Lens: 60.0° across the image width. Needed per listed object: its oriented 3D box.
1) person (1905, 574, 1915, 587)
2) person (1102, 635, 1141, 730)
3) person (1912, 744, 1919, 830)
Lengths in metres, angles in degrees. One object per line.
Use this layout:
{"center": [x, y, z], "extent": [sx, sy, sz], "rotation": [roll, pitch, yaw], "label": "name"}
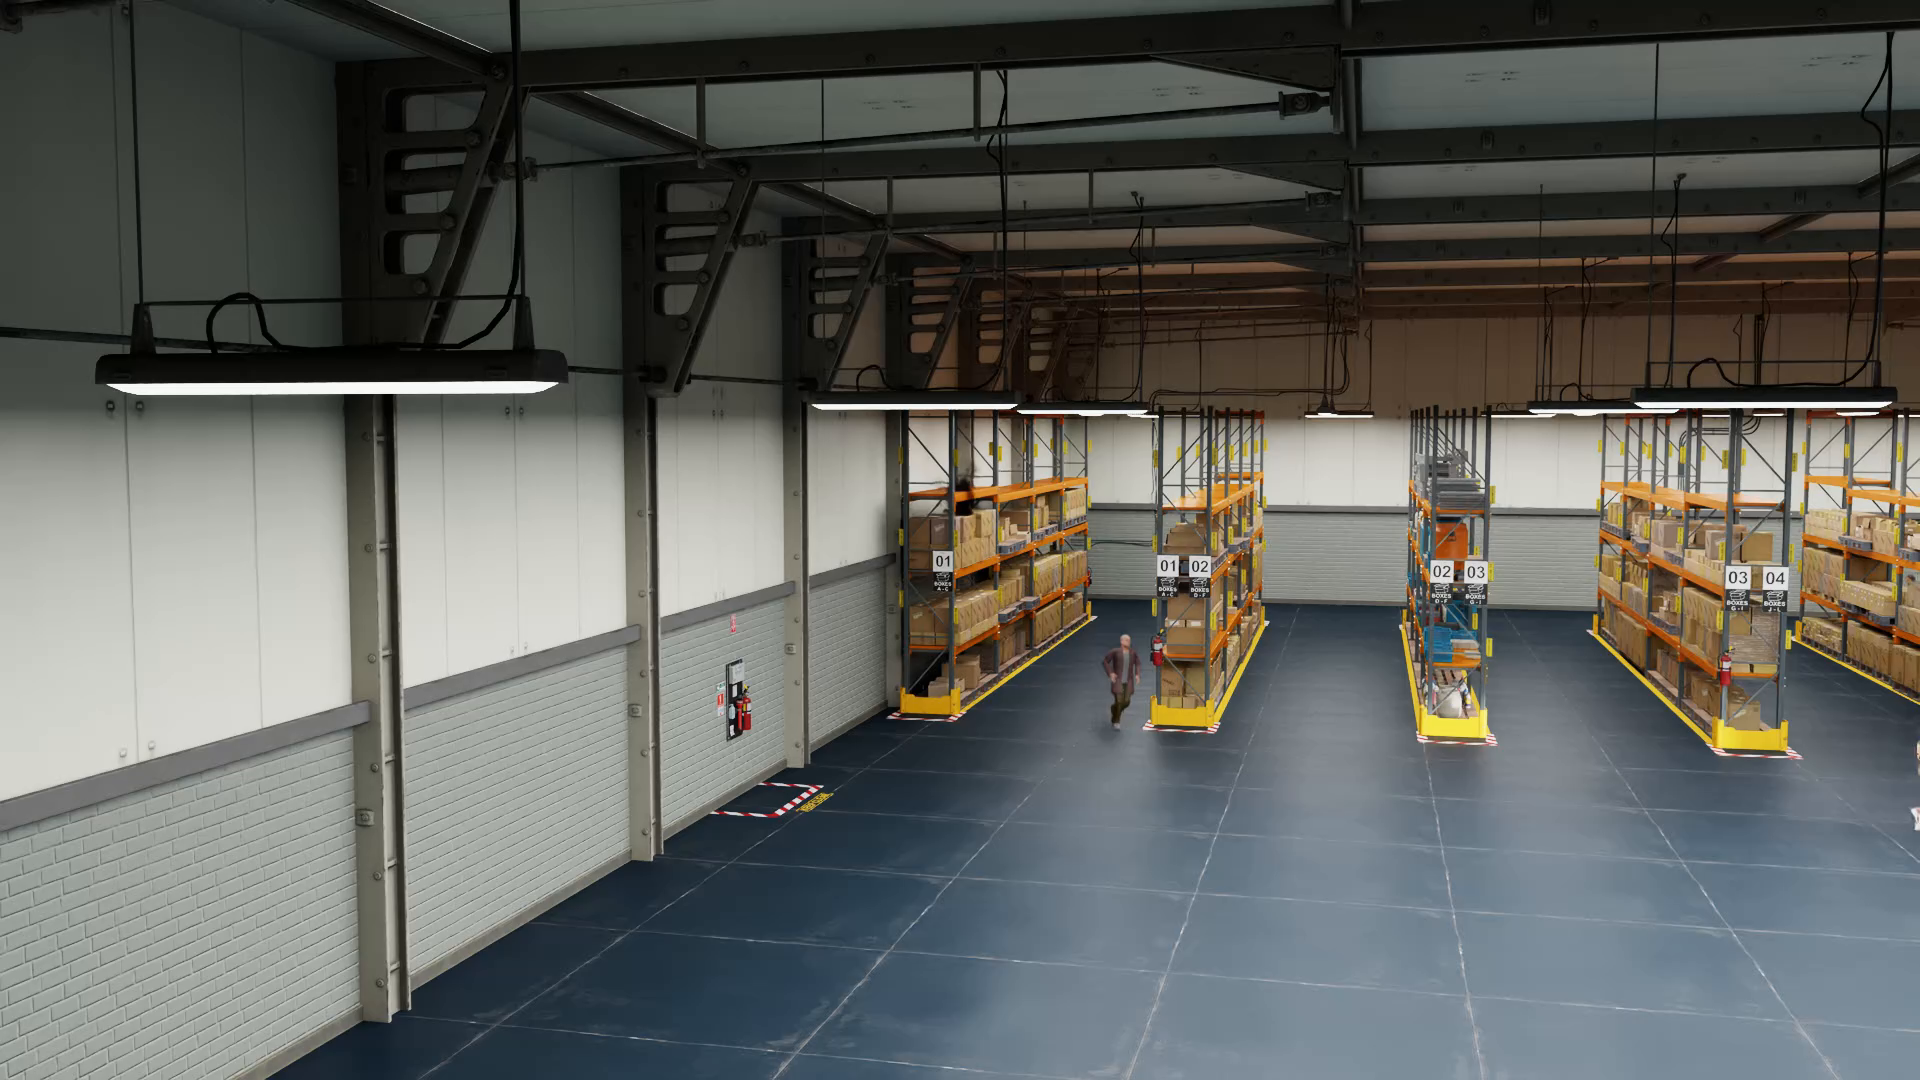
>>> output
{"center": [25.208, 1.765, 43.967], "extent": [0.881, 1.686, 0.611], "rotation": [1, 4, 19], "label": "person"}
{"center": [3.030, 2.637, 31.090], "extent": [0.762, 1.737, 0.607], "rotation": [-1, 4, -16], "label": "person"}
{"center": [13.529, 3.248, 23.049], "extent": [0.523, 1.626, 0.556], "rotation": [3, 5, 38], "label": "person"}
